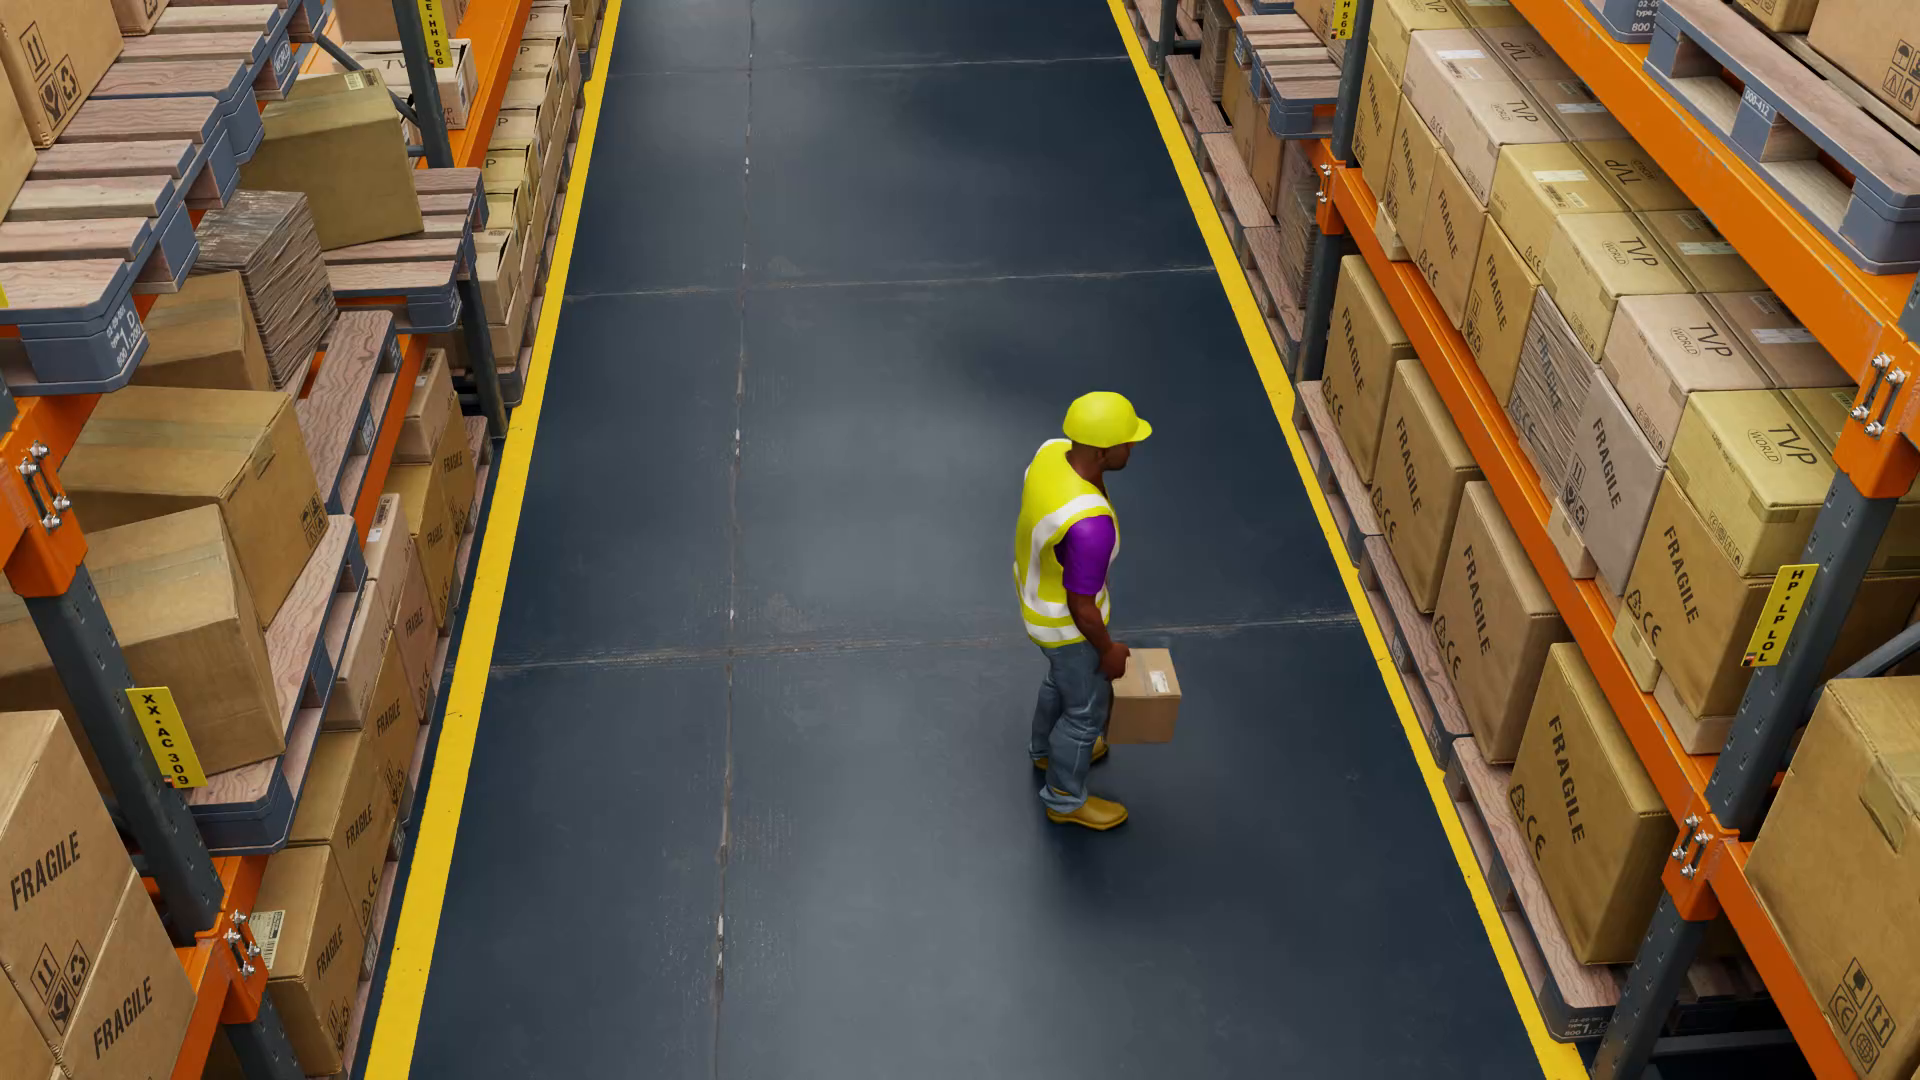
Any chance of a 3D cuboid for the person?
[{"bbox_3d":[0.408,0.238,5.842,0.435,1.764,0.594,-4,39,-5],"label":"person"}]
